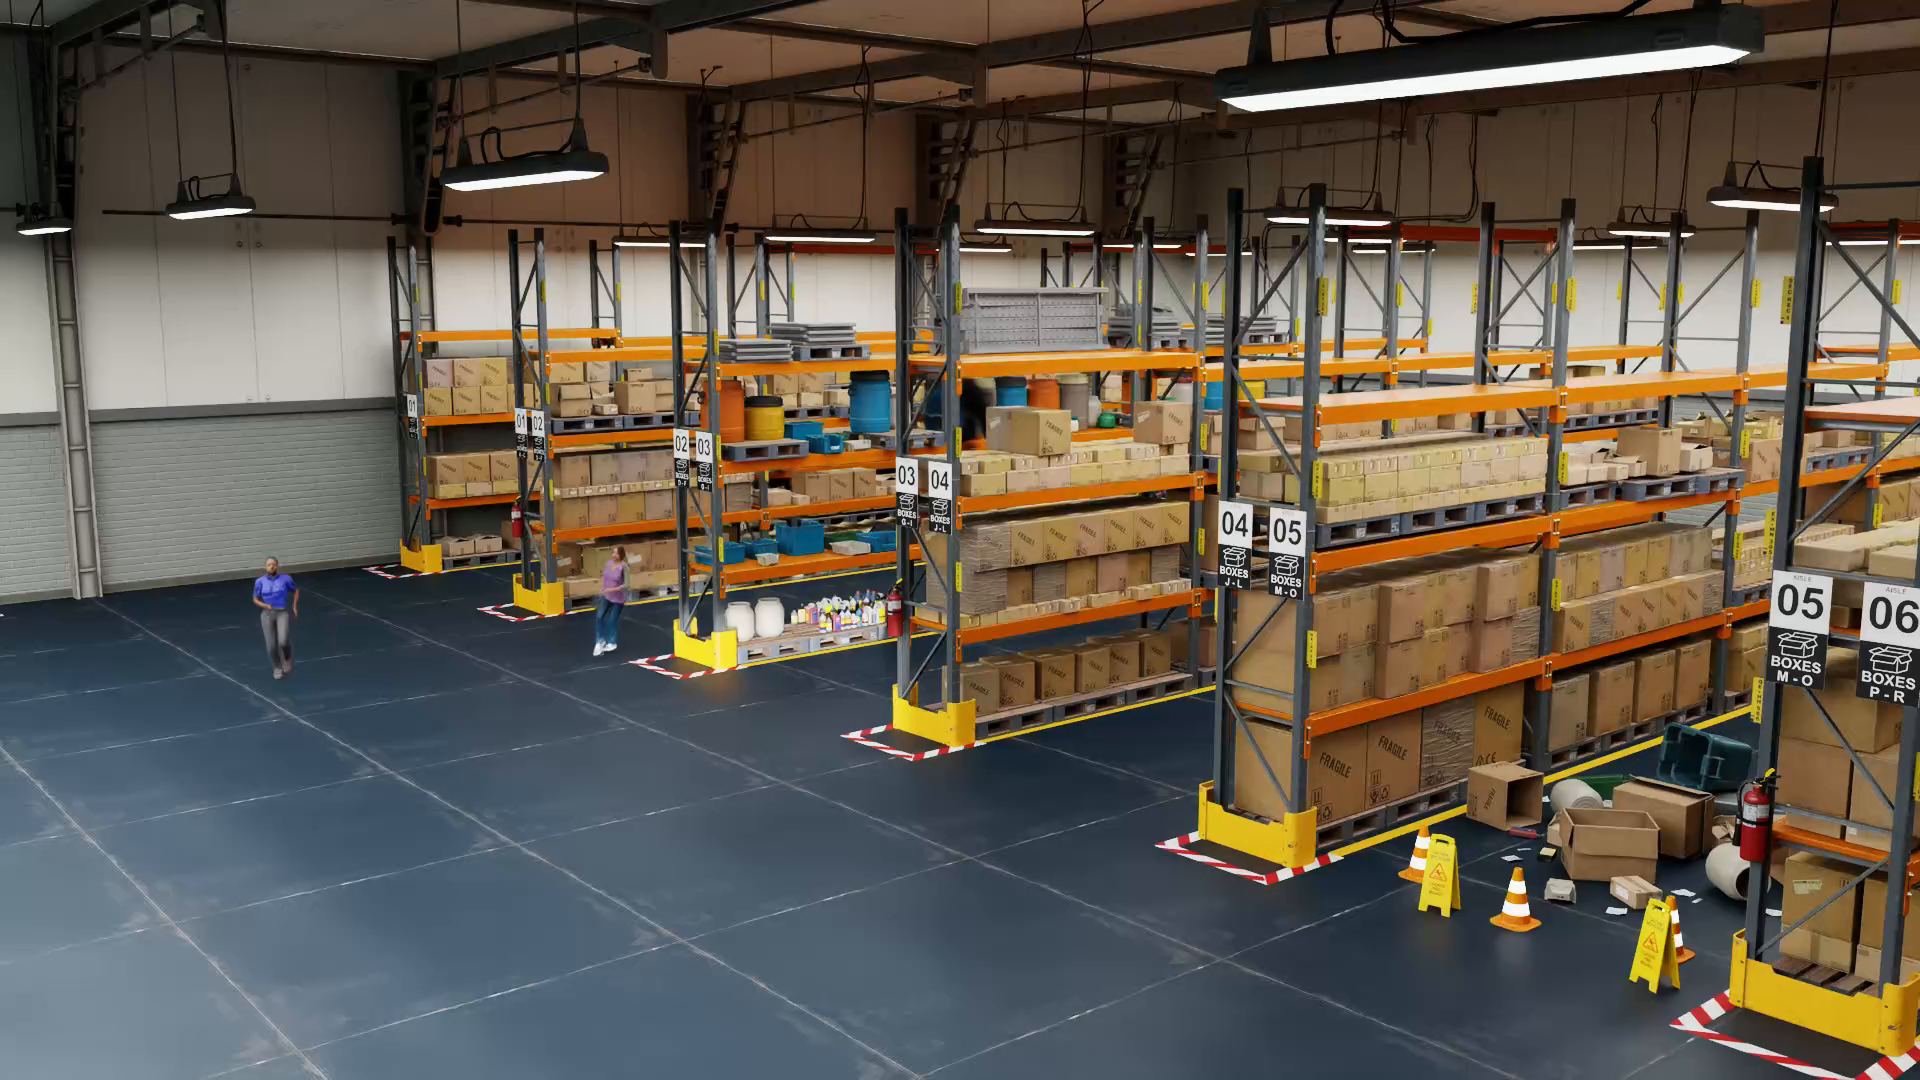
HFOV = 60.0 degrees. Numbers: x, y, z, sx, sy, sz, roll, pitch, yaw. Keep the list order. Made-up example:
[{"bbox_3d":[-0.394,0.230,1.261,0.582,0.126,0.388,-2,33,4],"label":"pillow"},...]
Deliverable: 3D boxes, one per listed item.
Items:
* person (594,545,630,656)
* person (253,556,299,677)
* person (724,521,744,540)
[{"bbox_3d":[-4.829,0.833,23.172,0.530,1.536,0.622,2,9,13],"label":"person"},{"bbox_3d":[-8.965,1.028,21.817,0.558,1.606,0.587,-3,9,-19],"label":"person"},{"bbox_3d":[-4.170,-0.427,30.848,0.715,1.735,0.826,8,12,41],"label":"person"}]
